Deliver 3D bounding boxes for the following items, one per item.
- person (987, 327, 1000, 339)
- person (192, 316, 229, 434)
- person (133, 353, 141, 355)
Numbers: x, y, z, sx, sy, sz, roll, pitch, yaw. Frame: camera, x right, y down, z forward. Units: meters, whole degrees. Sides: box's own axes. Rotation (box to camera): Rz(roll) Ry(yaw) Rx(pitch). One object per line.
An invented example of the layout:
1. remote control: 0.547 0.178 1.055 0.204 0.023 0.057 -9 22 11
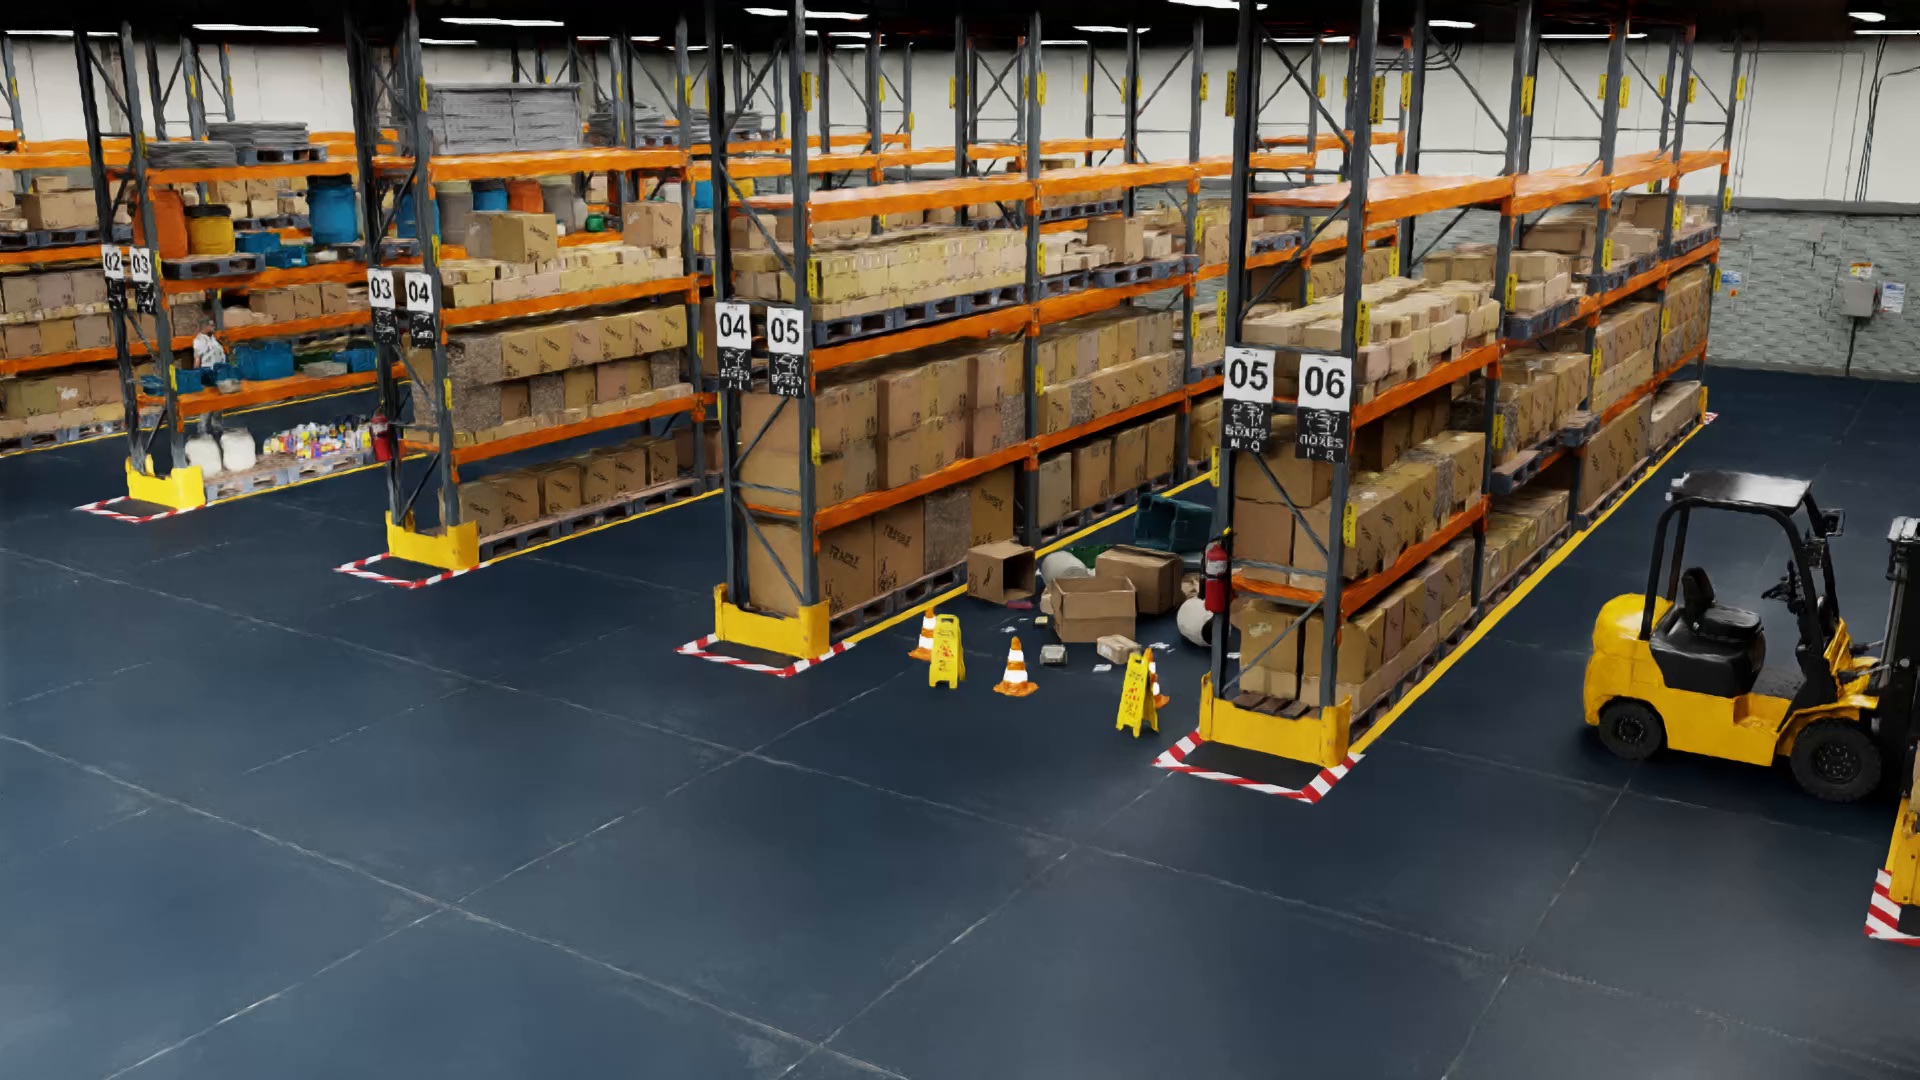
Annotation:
1. person: 0.554 -2.325 24.365 0.729 1.733 0.546 9 18 30
2. person: -11.150 -2.439 24.714 0.467 1.755 0.578 2 16 5
3. person: -14.332 -3.554 28.793 0.735 1.700 0.896 5 16 16
